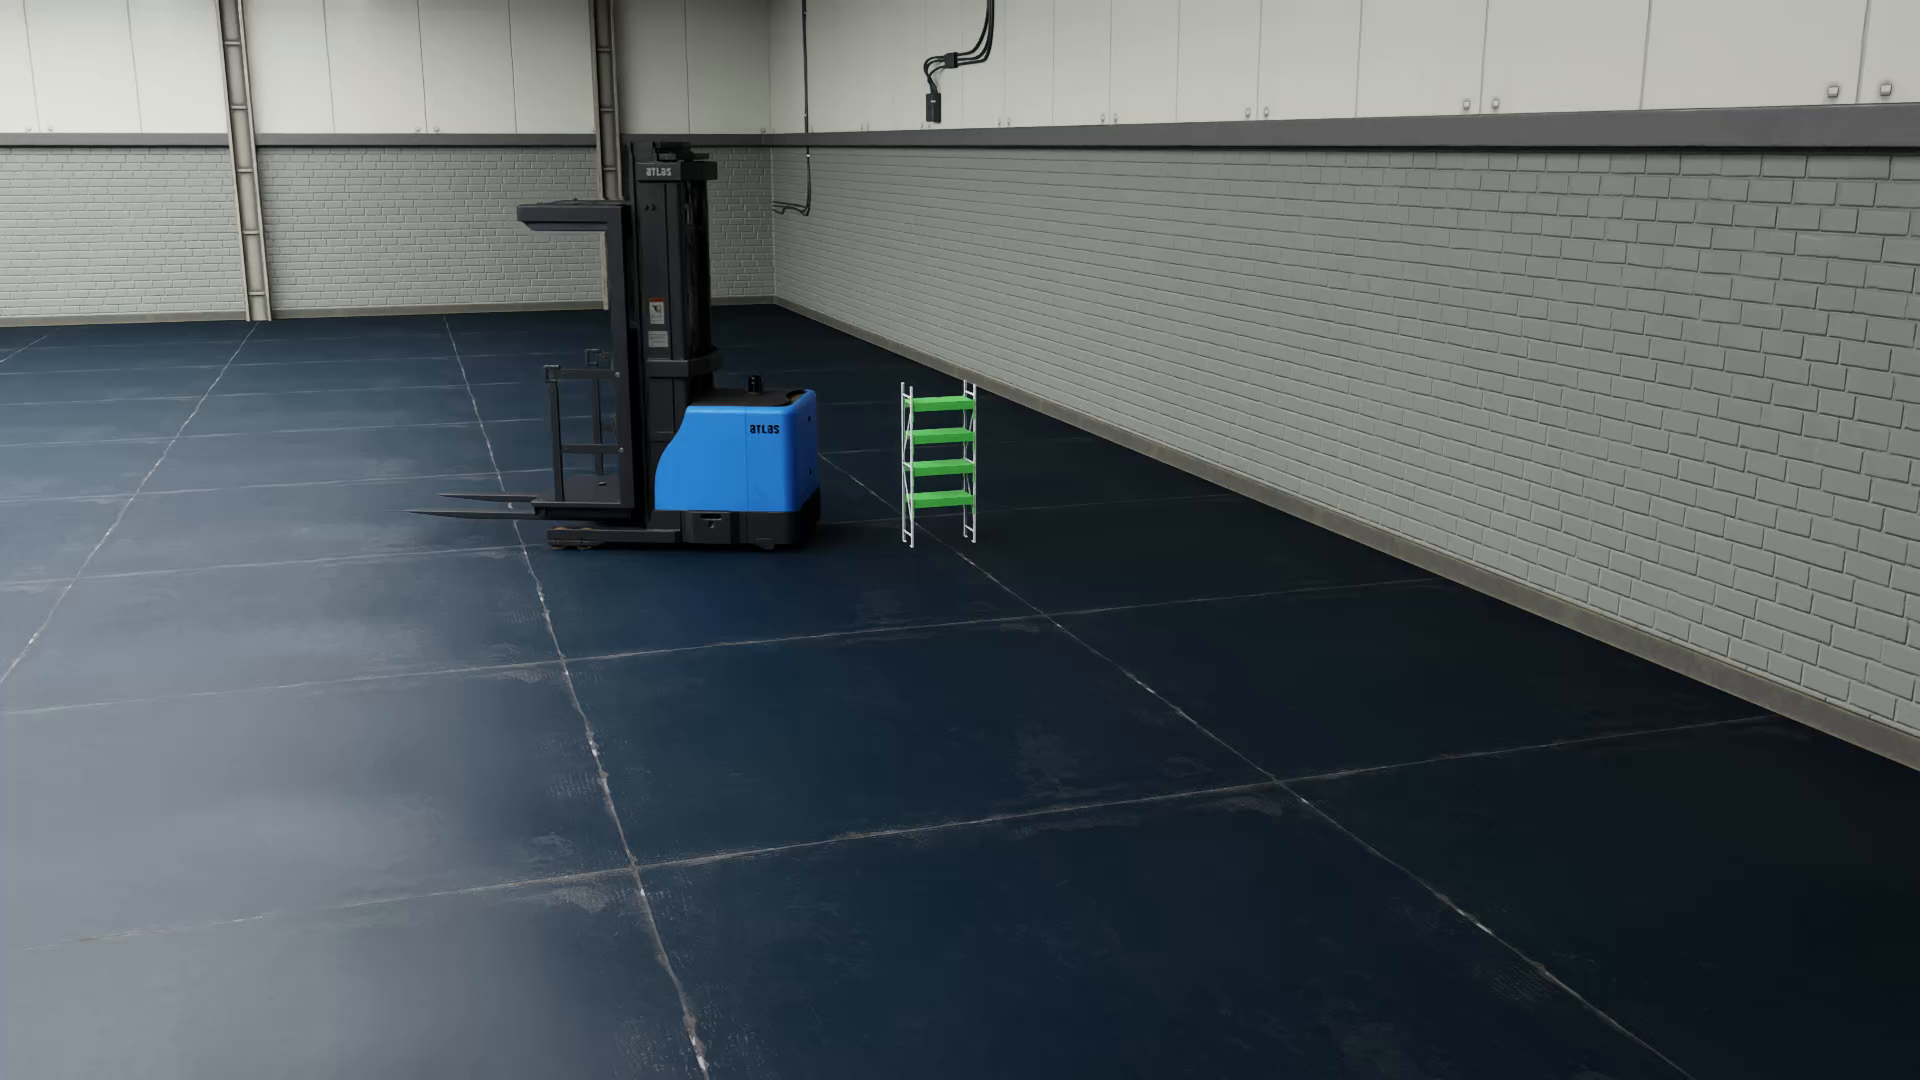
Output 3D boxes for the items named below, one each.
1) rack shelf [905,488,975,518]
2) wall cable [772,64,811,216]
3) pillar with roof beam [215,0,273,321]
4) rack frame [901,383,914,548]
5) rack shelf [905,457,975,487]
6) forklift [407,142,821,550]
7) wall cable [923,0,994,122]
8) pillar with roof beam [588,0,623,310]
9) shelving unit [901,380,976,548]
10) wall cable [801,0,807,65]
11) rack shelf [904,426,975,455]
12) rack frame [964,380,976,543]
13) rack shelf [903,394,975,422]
[{"bbox_3d":[-0.157,-0.276,12.470,0.480,0.148,0.258,-4,14,-18],"label":"rack shelf"},{"bbox_3d":[-3.050,-6.993,29.251,0.112,2.526,3.097,-4,14,-18],"label":"wall cable"},{"bbox_3d":[-10.578,-7.189,23.366,0.400,9.000,9.100,-4,14,-18],"label":"pillar with roof beam"},{"bbox_3d":[-0.388,-0.553,12.323,0.015,1.200,0.240,-4,14,-18],"label":"rack frame"},{"bbox_3d":[-0.157,-0.509,12.414,0.480,0.148,0.258,-4,14,-18],"label":"rack shelf"},{"bbox_3d":[-2.639,-1.473,12.447,3.031,2.935,1.130,1,13,5],"label":"forklift"},{"bbox_3d":[-0.037,-8.074,19.740,0.169,6.003,2.305,-4,14,-18],"label":"wall cable"},{"bbox_3d":[-4.891,-7.632,25.227,0.400,9.000,9.100,-4,14,-18],"label":"pillar with roof beam"},{"bbox_3d":[-0.157,-0.572,12.399,0.503,1.200,0.258,-4,14,-18],"label":"shelving unit"},{"bbox_3d":[-2.187,-8.856,26.172,0.112,2.526,3.097,-4,14,-18],"label":"wall cable"},{"bbox_3d":[-0.157,-0.743,12.358,0.480,0.148,0.258,-4,14,-18],"label":"rack shelf"},{"bbox_3d":[0.074,-0.590,12.475,0.015,1.200,0.240,-4,14,-18],"label":"rack frame"},{"bbox_3d":[-0.157,-0.976,12.303,0.480,0.148,0.258,-4,14,-18],"label":"rack shelf"}]
